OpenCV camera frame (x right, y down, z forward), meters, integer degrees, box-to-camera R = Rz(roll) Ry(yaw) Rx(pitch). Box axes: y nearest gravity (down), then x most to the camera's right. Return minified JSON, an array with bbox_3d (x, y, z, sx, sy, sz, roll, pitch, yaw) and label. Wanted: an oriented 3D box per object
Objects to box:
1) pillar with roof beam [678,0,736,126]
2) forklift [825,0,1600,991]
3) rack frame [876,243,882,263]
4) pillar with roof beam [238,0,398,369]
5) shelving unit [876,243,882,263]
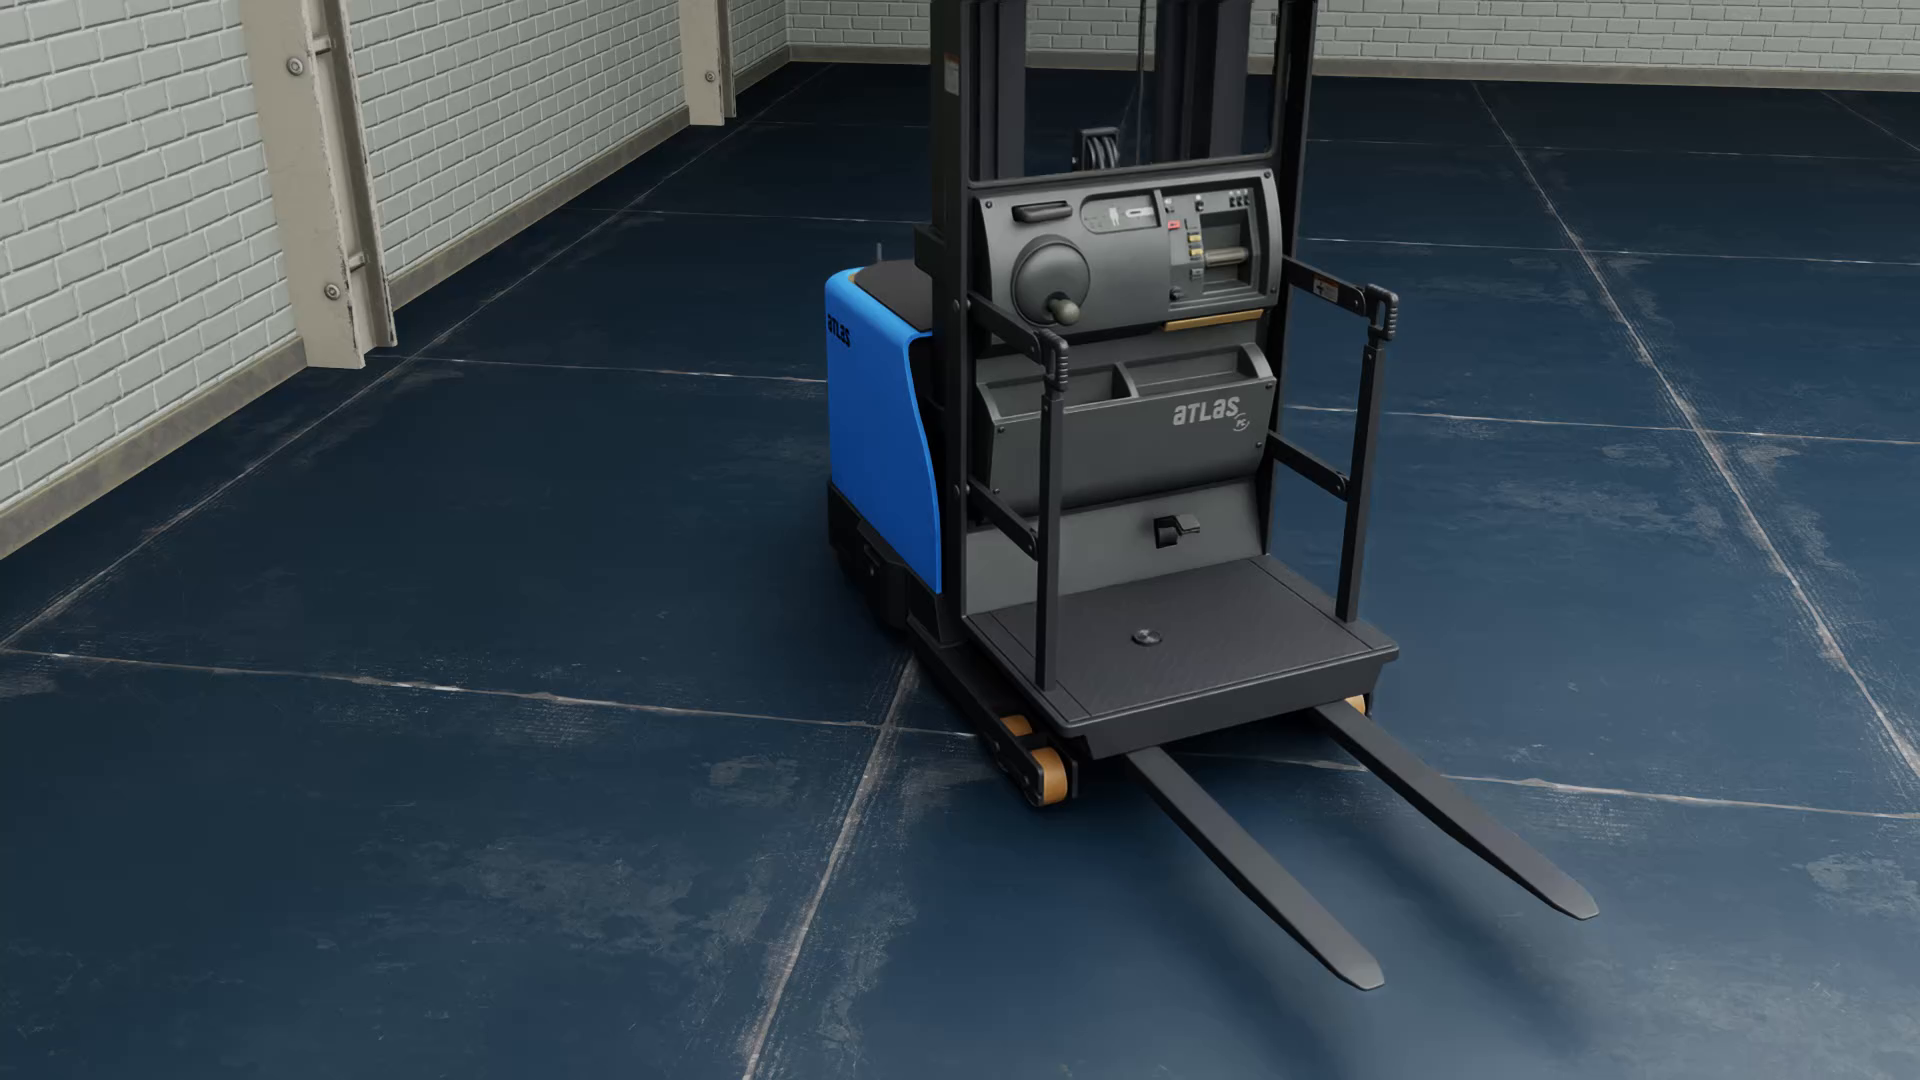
[{"bbox_3d":[2.219,-7.203,11.024,9.100,9.000,0.400,4,25,9],"label":"pillar with roof beam"},{"bbox_3d":[0.578,-0.788,4.476,1.130,2.935,3.031,-11,27,-21],"label":"forklift"},{"bbox_3d":[-0.208,-0.618,6.332,0.200,1.050,0.008,-4,25,-9],"label":"rack frame"},{"bbox_3d":[1.238,-4.694,5.663,9.100,9.000,0.400,4,25,9],"label":"pillar with roof beam"},{"bbox_3d":[-0.187,-0.567,6.223,0.215,1.050,0.252,-4,25,-9],"label":"shelving unit"}]
